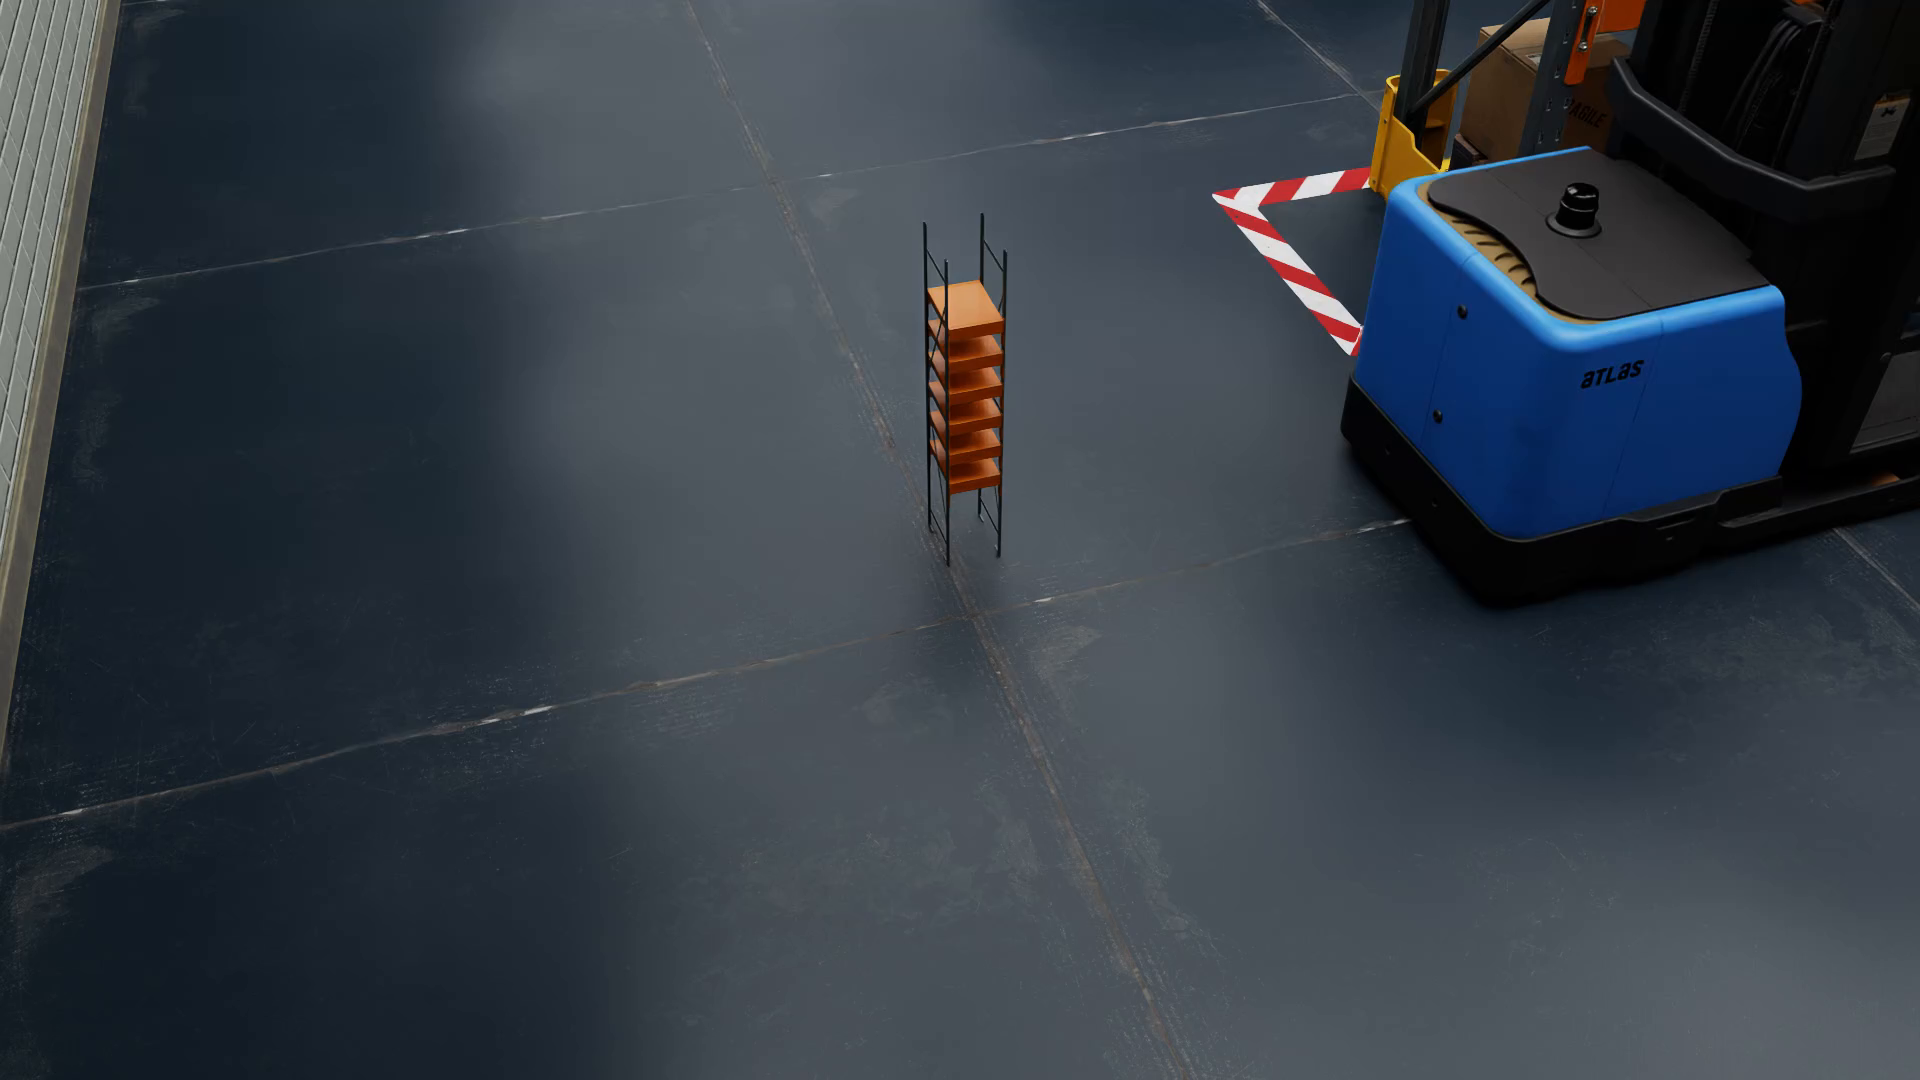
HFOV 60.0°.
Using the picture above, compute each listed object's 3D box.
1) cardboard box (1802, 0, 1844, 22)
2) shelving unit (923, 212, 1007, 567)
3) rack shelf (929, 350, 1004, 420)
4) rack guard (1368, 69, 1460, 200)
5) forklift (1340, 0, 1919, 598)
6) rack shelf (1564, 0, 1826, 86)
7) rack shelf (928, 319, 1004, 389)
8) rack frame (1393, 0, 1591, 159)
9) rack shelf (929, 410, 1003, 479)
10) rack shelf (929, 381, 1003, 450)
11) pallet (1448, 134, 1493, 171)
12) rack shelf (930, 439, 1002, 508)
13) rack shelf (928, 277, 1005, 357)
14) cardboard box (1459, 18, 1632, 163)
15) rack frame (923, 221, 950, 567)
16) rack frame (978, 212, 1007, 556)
[{"bbox_3d":[4.145,-2.080,7.414,0.637,0.503,0.797,-12,42,-13],"label":"cardboard box"},{"bbox_3d":[0.014,-0.455,5.359,0.189,1.200,0.258,-12,42,-13],"label":"shelving unit"},{"bbox_3d":[0.014,-0.512,5.309,0.180,0.103,0.258,-12,42,-13],"label":"rack shelf"},{"bbox_3d":[2.193,-1.512,7.101,0.348,0.500,1.175,-12,42,-13],"label":"rack guard"},{"bbox_3d":[2.970,-1.501,5.240,3.031,2.935,1.130,-13,43,-15],"label":"forklift"},{"bbox_3d":[4.028,-2.563,6.950,4.000,0.370,1.077,-12,42,-13],"label":"rack shelf"},{"bbox_3d":[0.014,-0.602,5.230,0.180,0.103,0.258,-12,42,-13],"label":"rack shelf"},{"bbox_3d":[2.120,-2.438,6.261,0.127,3.000,1.000,-12,42,-13],"label":"rack frame"},{"bbox_3d":[0.014,-0.331,5.467,0.180,0.103,0.258,-12,42,-13],"label":"rack shelf"},{"bbox_3d":[0.014,-0.421,5.388,0.180,0.103,0.258,-12,42,-13],"label":"rack shelf"},{"bbox_3d":[2.953,-1.561,7.377,1.213,0.211,1.003,-12,42,-13],"label":"pallet"},{"bbox_3d":[0.014,-0.241,5.546,0.180,0.103,0.258,-12,42,-13],"label":"rack shelf"},{"bbox_3d":[0.014,-0.692,5.151,0.180,0.103,0.258,-12,42,-13],"label":"rack shelf"},{"bbox_3d":[2.565,-1.925,7.239,0.500,0.500,0.500,-12,42,-13],"label":"cardboard box"},{"bbox_3d":[-0.073,-0.437,5.338,0.006,1.200,0.240,-12,42,-13],"label":"rack frame"},{"bbox_3d":[0.101,-0.473,5.379,0.006,1.200,0.240,-12,42,-13],"label":"rack frame"}]
